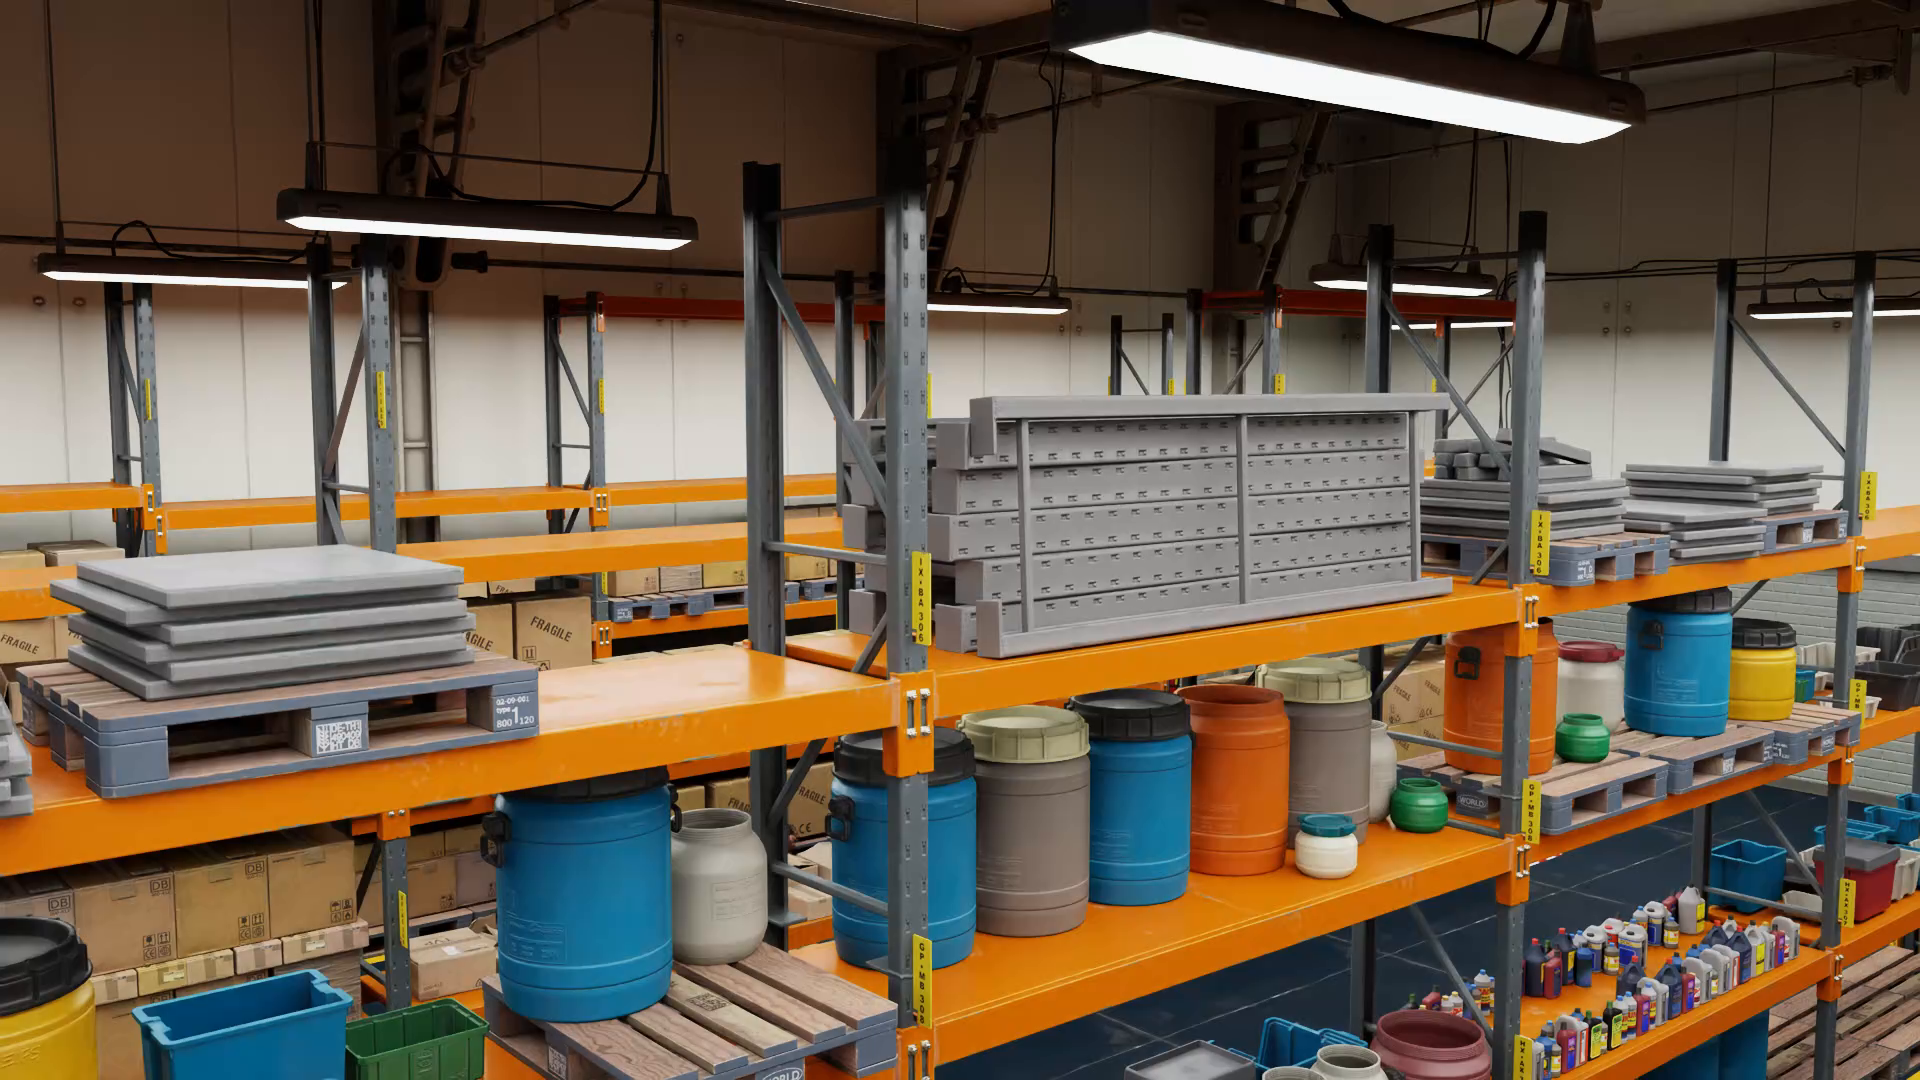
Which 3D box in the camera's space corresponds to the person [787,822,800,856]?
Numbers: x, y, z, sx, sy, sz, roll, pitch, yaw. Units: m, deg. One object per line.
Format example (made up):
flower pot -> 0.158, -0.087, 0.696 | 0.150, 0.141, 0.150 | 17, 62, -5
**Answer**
person -> -1.781, 2.767, 15.697 | 0.519, 1.776, 0.568 | 0, 6, 1
